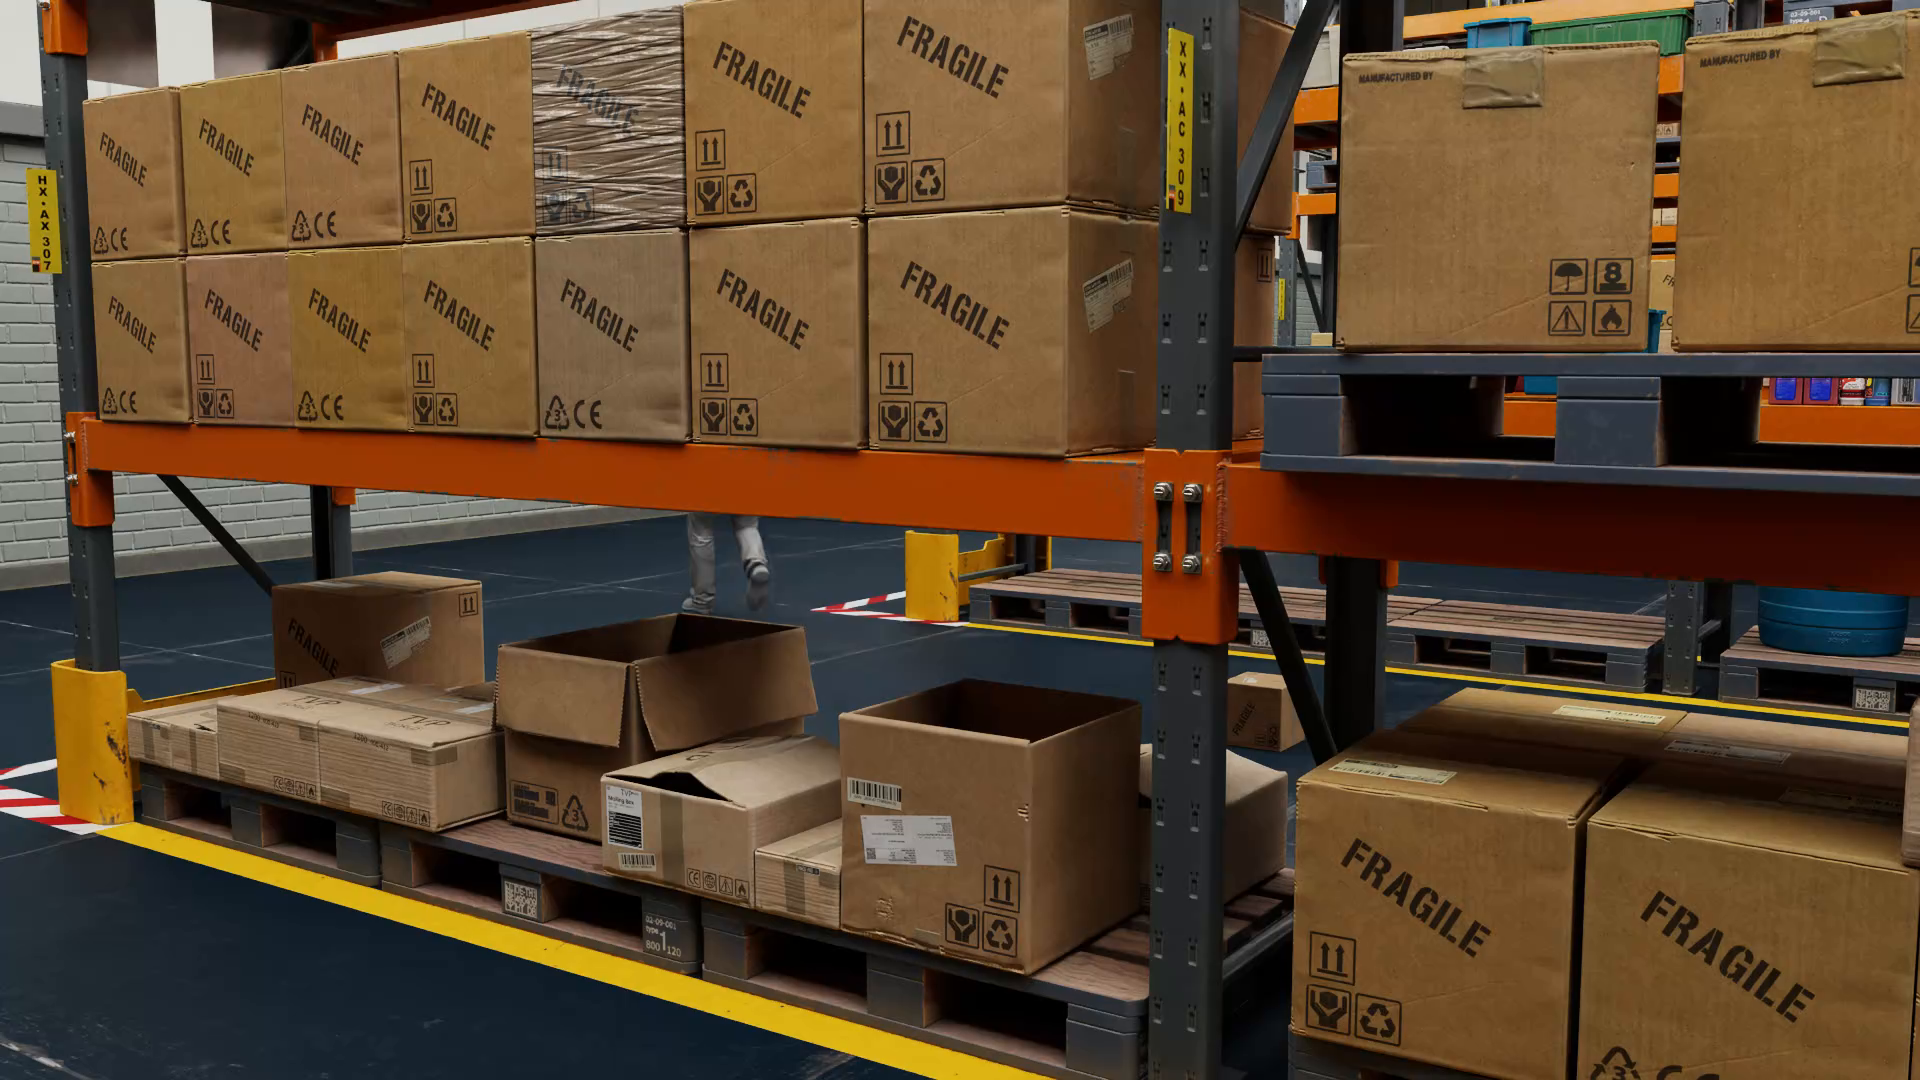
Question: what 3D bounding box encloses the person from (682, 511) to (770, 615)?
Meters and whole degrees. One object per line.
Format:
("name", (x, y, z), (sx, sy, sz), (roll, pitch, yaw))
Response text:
("person", (-1.317, -0.433, 9.491), (0.555, 1.745, 0.743), (-3, 7, -25))
